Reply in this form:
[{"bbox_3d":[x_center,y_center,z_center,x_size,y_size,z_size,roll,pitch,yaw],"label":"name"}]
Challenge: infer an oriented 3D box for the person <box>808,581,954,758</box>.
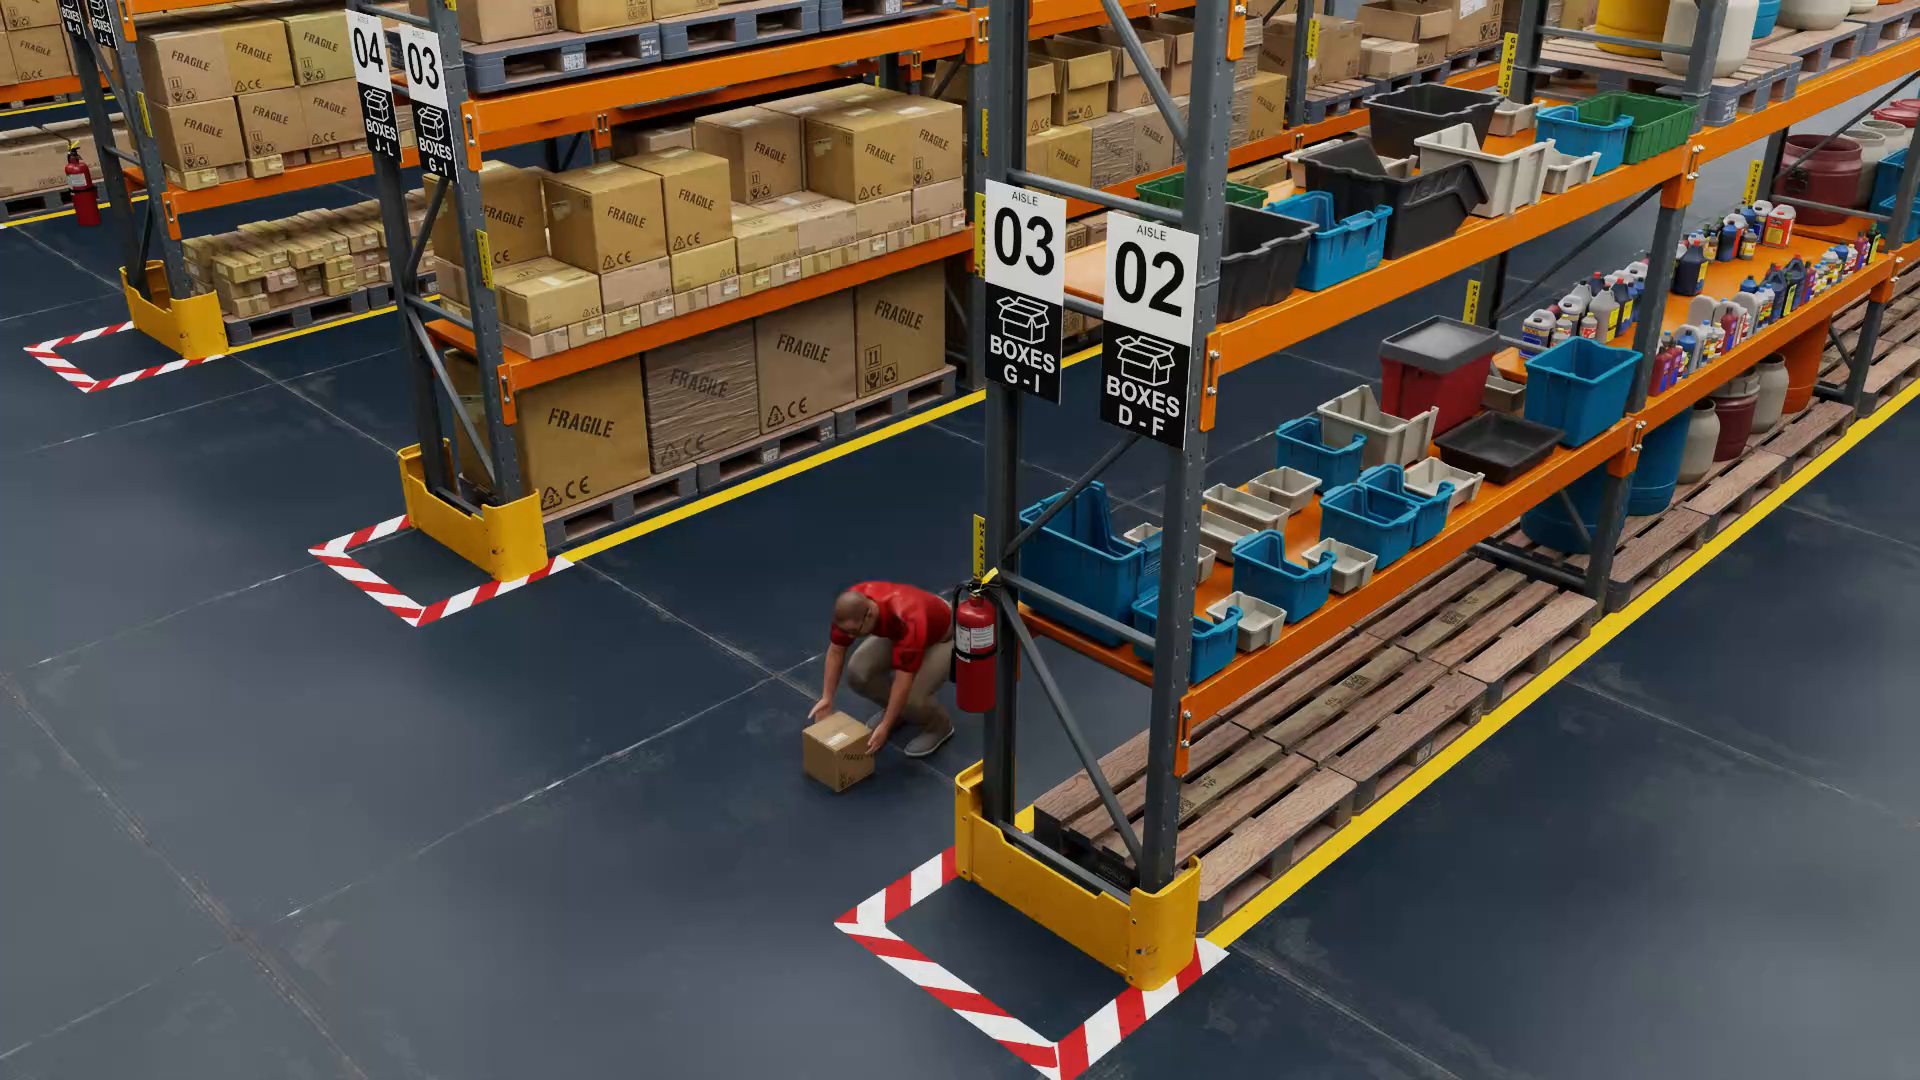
[{"bbox_3d":[-0.306,0.589,8.264,0.570,1.036,0.857,24,36,38],"label":"person"}]
